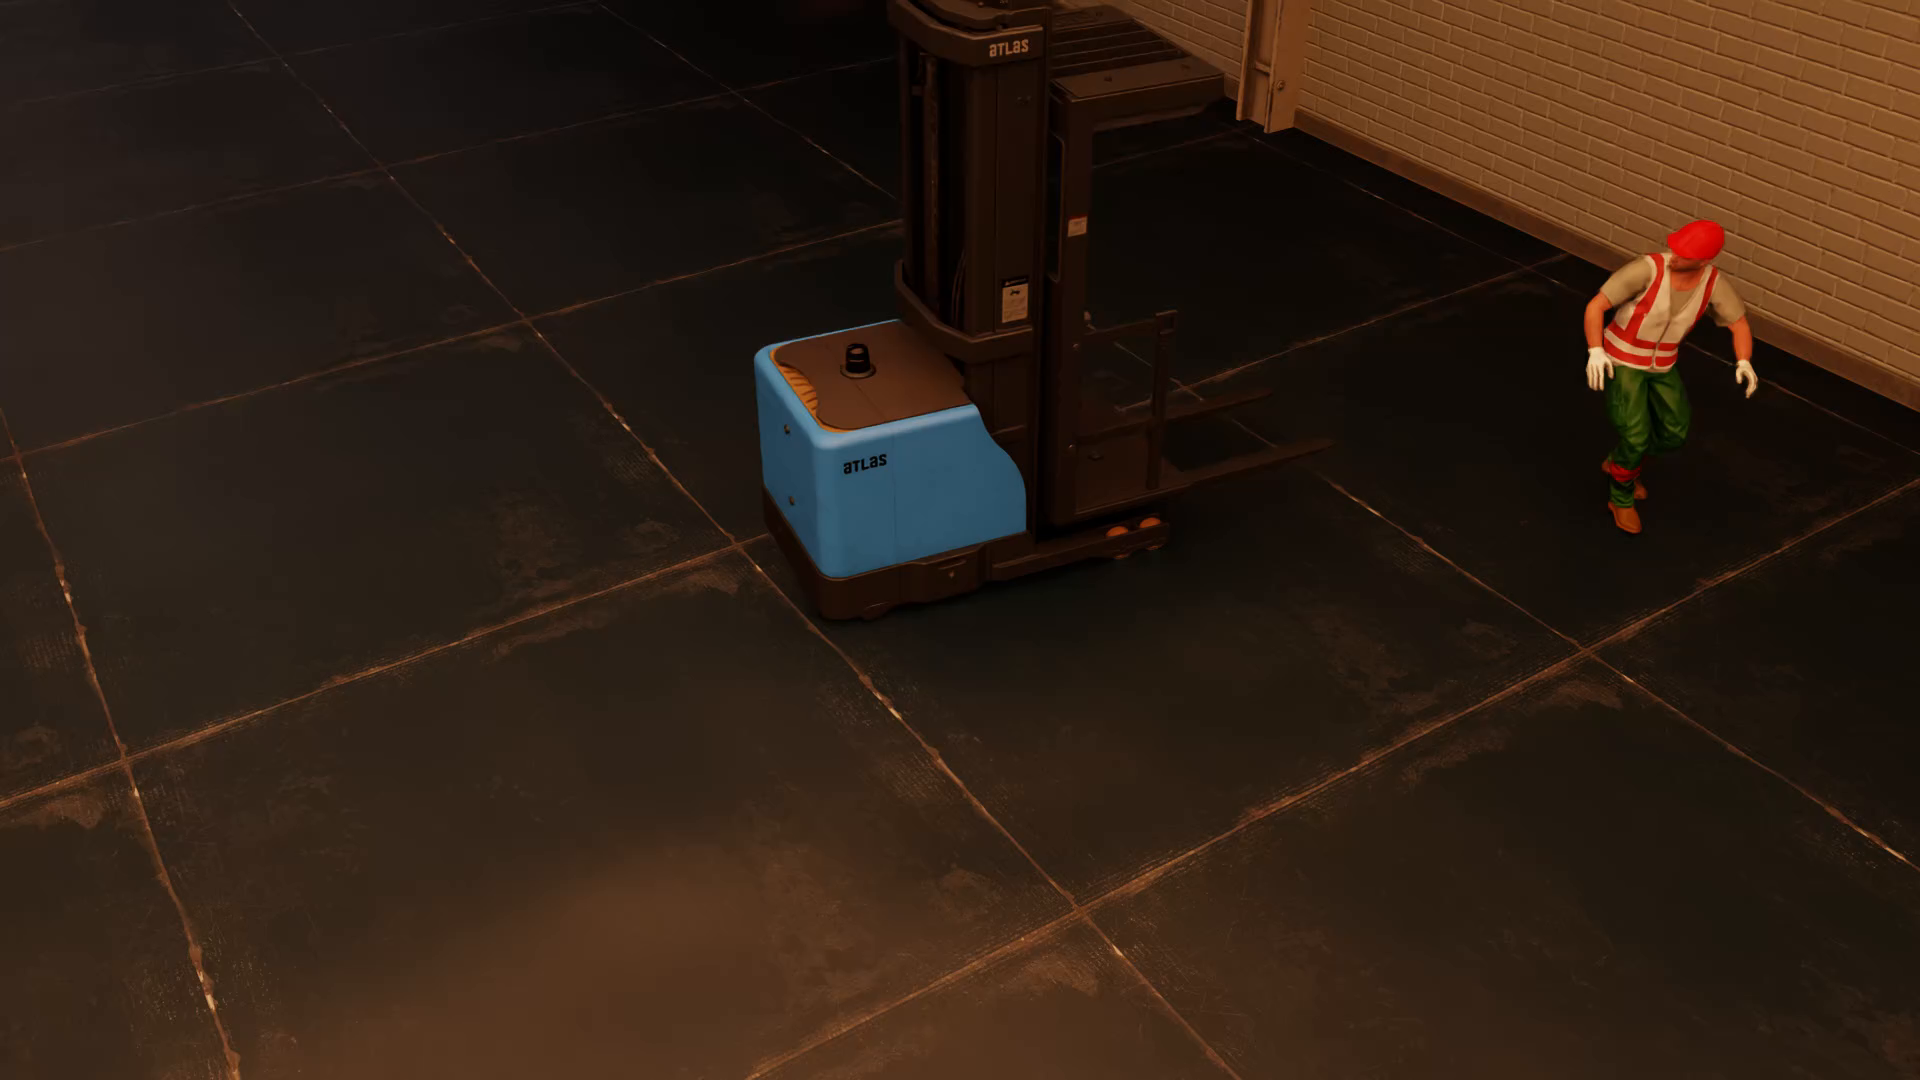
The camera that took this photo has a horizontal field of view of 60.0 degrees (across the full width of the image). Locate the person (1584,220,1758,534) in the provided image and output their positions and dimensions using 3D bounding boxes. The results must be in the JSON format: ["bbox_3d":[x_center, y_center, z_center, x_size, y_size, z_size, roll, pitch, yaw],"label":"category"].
[{"bbox_3d":[3.536,-0.816,8.394,0.838,1.673,0.744,-7,36,-9],"label":"person"}]

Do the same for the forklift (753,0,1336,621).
[{"bbox_3d":[0.532,-1.364,8.090,3.031,2.935,1.130,-14,38,-20],"label":"forklift"}]
